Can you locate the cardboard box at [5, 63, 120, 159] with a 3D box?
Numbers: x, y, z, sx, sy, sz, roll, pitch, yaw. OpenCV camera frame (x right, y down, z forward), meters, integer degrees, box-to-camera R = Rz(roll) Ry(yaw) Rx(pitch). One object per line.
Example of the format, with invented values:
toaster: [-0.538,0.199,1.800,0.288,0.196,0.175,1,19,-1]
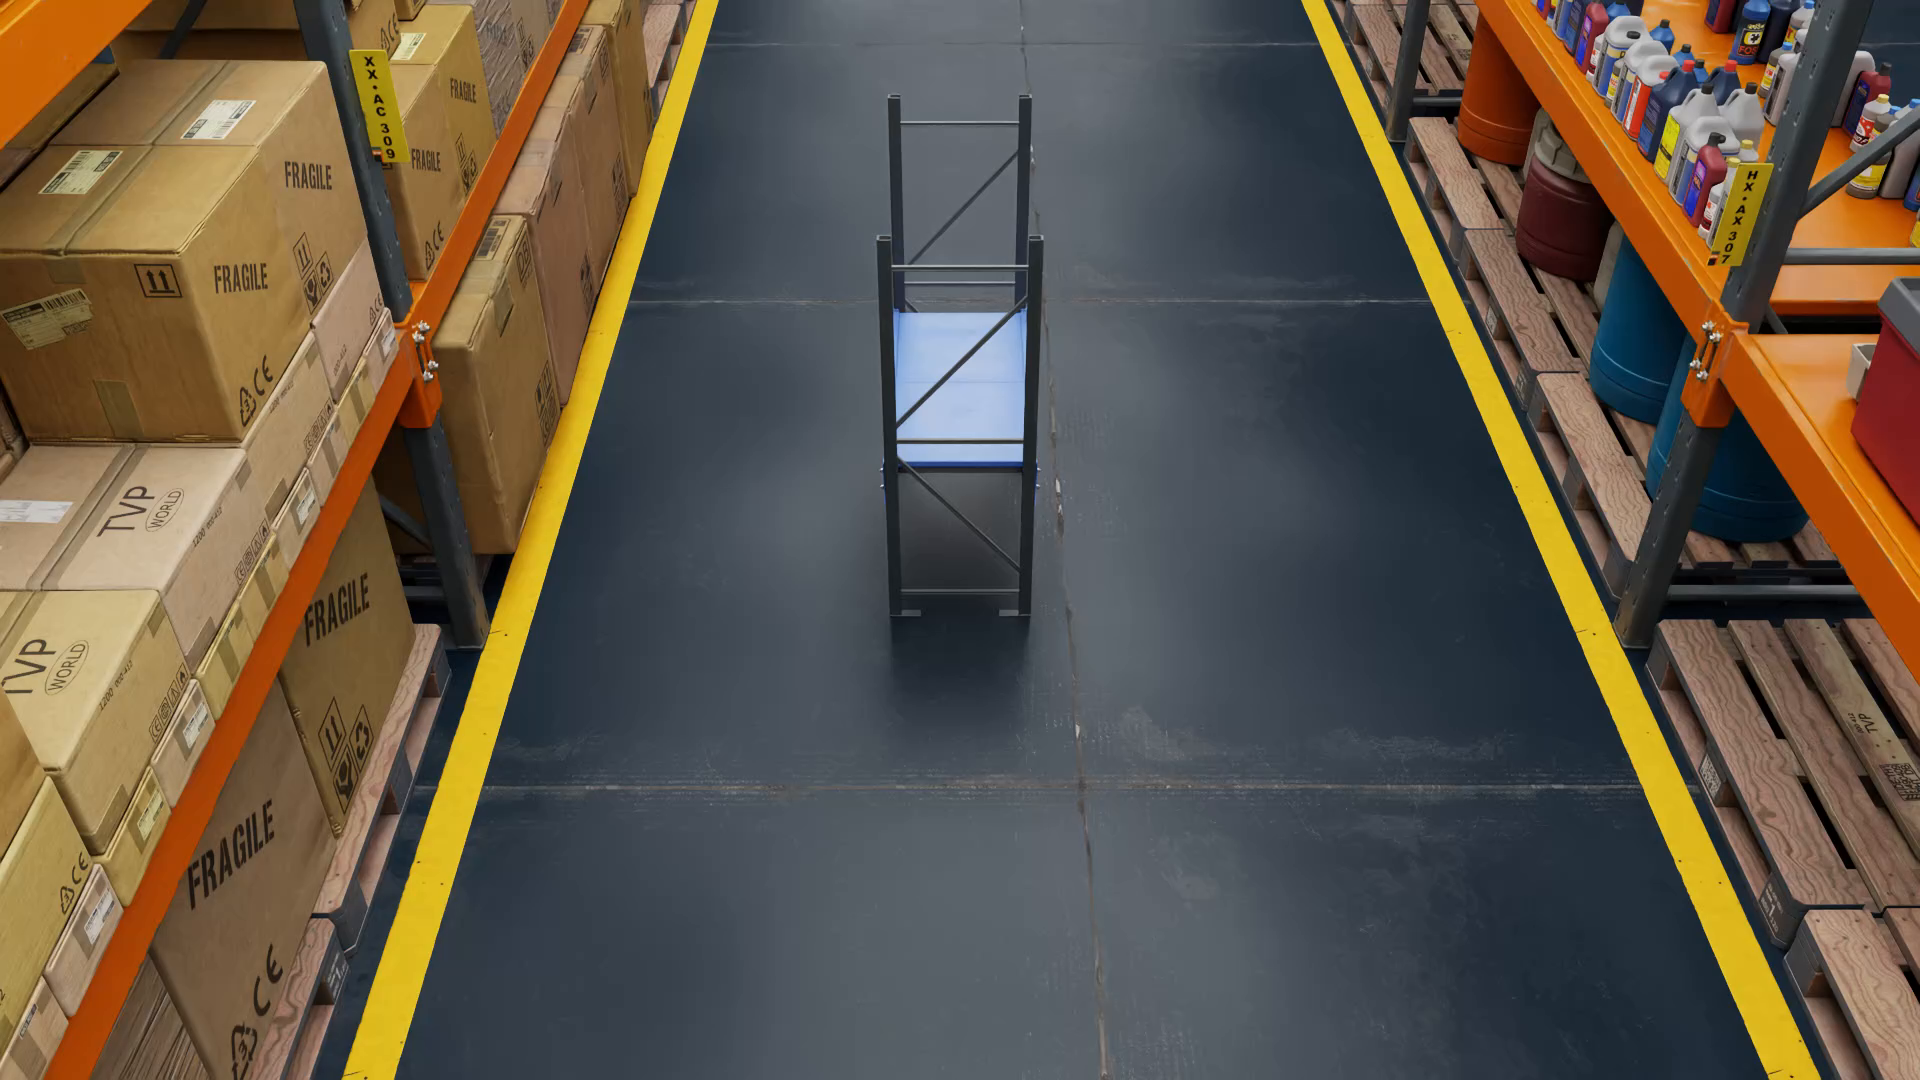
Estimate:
cardboard box: [-2.409,-0.874,4.224,0.500,0.500,0.500,0,39,0]

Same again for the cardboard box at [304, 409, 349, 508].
cardboard box: [-1.825,-0.213,4.318,0.380,0.149,0.250,-1,39,-1]

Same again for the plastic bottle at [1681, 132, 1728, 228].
plastic bottle: [2.430,-1.172,5.407,0.061,0.283,0.133,0,39,0]

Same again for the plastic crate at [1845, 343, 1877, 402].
plastic crate: [2.657,-0.456,4.583,0.396,0.136,0.243,0,39,0]

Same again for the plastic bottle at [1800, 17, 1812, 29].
plastic bottle: [3.206,-1.863,6.279,0.097,0.271,0.097,0,39,0]

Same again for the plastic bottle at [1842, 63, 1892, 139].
plastic bottle: [3.225,-1.566,5.899,0.061,0.283,0.133,0,39,0]

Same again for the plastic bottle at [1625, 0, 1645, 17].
plastic bottle: [2.622,-2.155,6.580,0.144,0.351,0.185,0,39,0]

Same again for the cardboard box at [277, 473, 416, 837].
cardboard box: [-2.233,0.255,4.896,0.875,0.875,0.875,0,39,0]

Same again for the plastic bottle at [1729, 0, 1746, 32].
plastic bottle: [3.182,-2.242,6.688,0.144,0.351,0.185,0,39,0]

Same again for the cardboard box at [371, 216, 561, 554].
cardboard box: [-2.174,-0.558,5.911,1.225,0.875,0.875,0,39,0]

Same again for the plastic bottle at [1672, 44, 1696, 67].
plastic bottle: [2.599,-1.662,6.029,0.097,0.271,0.097,0,39,0]

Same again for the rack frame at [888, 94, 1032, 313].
rack frame: [-0.001,-0.956,6.244,0.500,1.500,0.032,0,39,0]

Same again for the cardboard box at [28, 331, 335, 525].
cardboard box: [-1.887,-0.281,4.084,0.500,0.250,0.500,1,39,1]

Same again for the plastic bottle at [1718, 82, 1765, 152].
plastic bottle: [2.615,-1.382,5.615,0.144,0.351,0.185,0,39,0]

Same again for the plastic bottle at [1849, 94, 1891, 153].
plastic bottle: [3.207,-1.462,5.834,0.097,0.201,0.097,0,39,0]

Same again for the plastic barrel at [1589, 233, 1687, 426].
plastic barrel: [2.815,-0.955,6.385,0.600,0.901,0.708,0,39,0]

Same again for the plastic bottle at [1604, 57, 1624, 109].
plastic bottle: [2.447,-1.696,6.126,0.097,0.201,0.097,0,39,0]

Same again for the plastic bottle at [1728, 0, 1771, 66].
plastic bottle: [3.061,-1.984,6.430,0.097,0.271,0.097,0,39,0]

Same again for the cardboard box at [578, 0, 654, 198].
cardboard box: [-2.178,-2.228,7.994,1.225,0.875,0.875,-2,39,-2]

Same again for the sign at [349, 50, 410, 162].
sign: [-1.598,-1.193,4.585,0.100,0.325,0.005,0,39,0]

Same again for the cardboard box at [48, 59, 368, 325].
cardboard box: [-1.886,-0.886,4.239,0.500,0.500,0.500,1,39,1]

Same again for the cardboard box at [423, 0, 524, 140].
cardboard box: [-1.906,-1.777,5.989,0.500,0.500,0.500,-1,39,-1]

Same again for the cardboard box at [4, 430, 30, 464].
cardboard box: [-2.419,-0.276,4.077,0.500,0.250,0.500,0,39,0]

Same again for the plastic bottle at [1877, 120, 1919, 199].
plastic bottle: [3.180,-1.297,5.569,0.152,0.276,0.135,0,39,0]

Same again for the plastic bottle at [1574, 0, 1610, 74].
plastic bottle: [2.428,-1.945,6.372,0.061,0.283,0.133,0,39,0]

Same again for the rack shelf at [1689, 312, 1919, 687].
rack shelf: [2.802,0.705,3.547,1.077,0.370,4.000,0,39,0]

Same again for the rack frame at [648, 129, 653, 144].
rack frame: [-2.158,-3.324,8.000,1.000,3.000,0.127,0,39,0]

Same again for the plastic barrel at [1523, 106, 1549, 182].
plastic barrel: [2.902,-1.862,7.829,0.421,0.512,0.421,0,39,0]

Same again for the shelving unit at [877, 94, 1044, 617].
shelving unit: [0.000,-0.639,5.848,0.538,1.500,1.048,0,39,0]

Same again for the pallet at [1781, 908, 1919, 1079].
pallet: [2.843,1.486,4.227,1.003,0.211,1.213,0,39,0]

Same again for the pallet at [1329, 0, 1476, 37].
pallet: [2.834,-3.485,10.430,1.003,0.211,1.213,0,39,0]

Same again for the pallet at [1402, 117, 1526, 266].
pallet: [2.837,-1.747,8.261,1.003,0.211,1.213,0,39,0]

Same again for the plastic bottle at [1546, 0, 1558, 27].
plastic bottle: [2.446,-2.212,6.715,0.097,0.271,0.097,0,39,0]

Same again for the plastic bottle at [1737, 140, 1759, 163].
plastic bottle: [2.600,-1.236,5.552,0.097,0.201,0.097,0,39,0]

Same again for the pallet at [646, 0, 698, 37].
pallet: [-2.156,-3.486,10.431,1.003,0.211,1.213,0,39,0]

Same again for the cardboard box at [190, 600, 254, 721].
cardboard box: [-1.824,0.269,3.716,0.380,0.149,0.250,-1,39,-1]

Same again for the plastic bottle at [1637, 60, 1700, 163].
plastic bottle: [2.471,-1.498,5.759,0.144,0.351,0.185,0,39,0]

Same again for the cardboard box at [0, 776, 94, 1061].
cardboard box: [-1.884,0.681,2.883,0.500,0.250,0.500,-1,39,-2]

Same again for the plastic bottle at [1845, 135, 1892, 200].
plastic bottle: [3.055,-1.256,5.577,0.097,0.201,0.097,0,39,0]

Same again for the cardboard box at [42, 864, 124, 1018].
cardboard box: [-1.823,0.750,3.116,0.380,0.149,0.250,0,39,-1]
